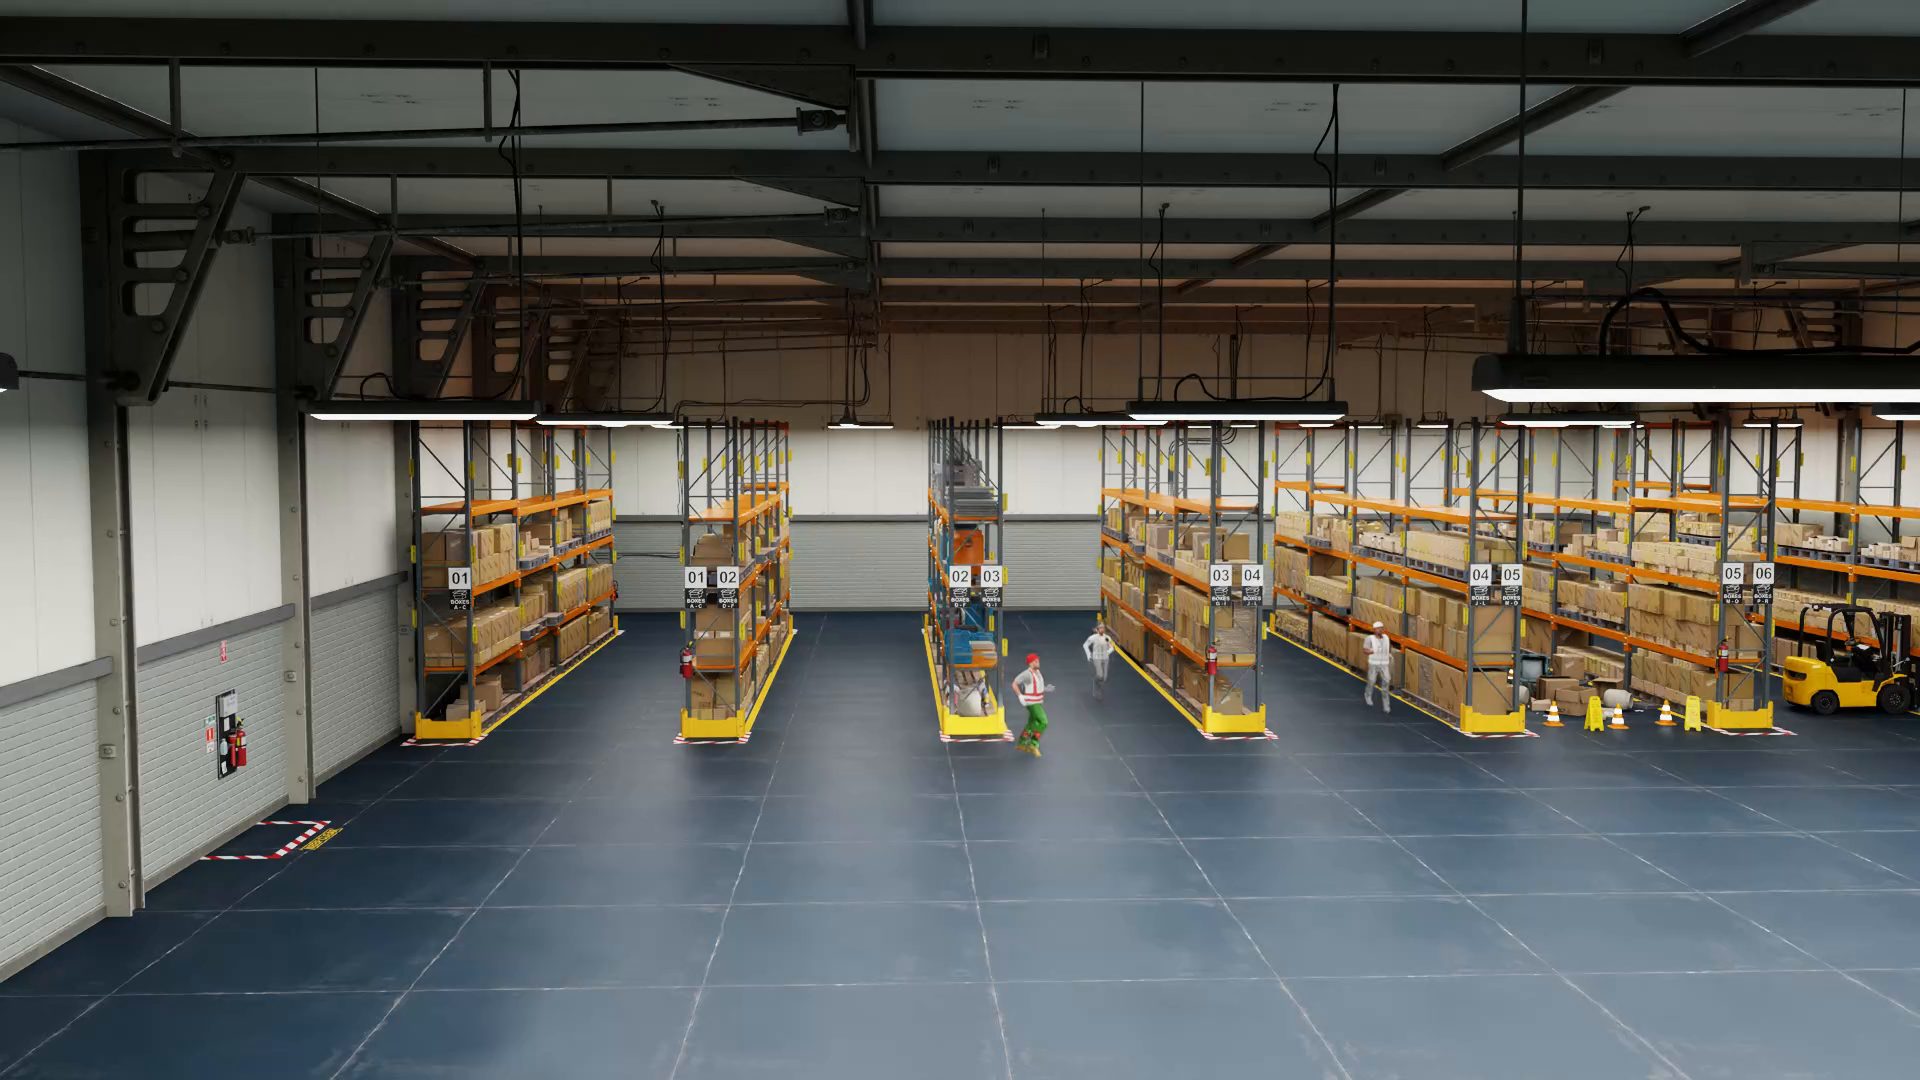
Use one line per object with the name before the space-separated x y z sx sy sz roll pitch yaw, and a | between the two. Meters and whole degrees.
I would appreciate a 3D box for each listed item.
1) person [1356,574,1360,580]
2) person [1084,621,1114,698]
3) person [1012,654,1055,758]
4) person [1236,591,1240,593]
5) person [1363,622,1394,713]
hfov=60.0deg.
person | 11.199 1.821 47.005 0.544 1.725 0.737 -1 4 -16
person | 3.003 2.563 35.462 0.593 1.660 0.624 -1 4 -16
person | 1.316 2.915 29.338 0.739 1.816 0.645 2 4 25
person | 7.790 1.781 47.946 0.647 1.690 0.852 3 5 34
person | 8.601 2.580 34.186 0.672 1.814 0.903 0 4 -5
